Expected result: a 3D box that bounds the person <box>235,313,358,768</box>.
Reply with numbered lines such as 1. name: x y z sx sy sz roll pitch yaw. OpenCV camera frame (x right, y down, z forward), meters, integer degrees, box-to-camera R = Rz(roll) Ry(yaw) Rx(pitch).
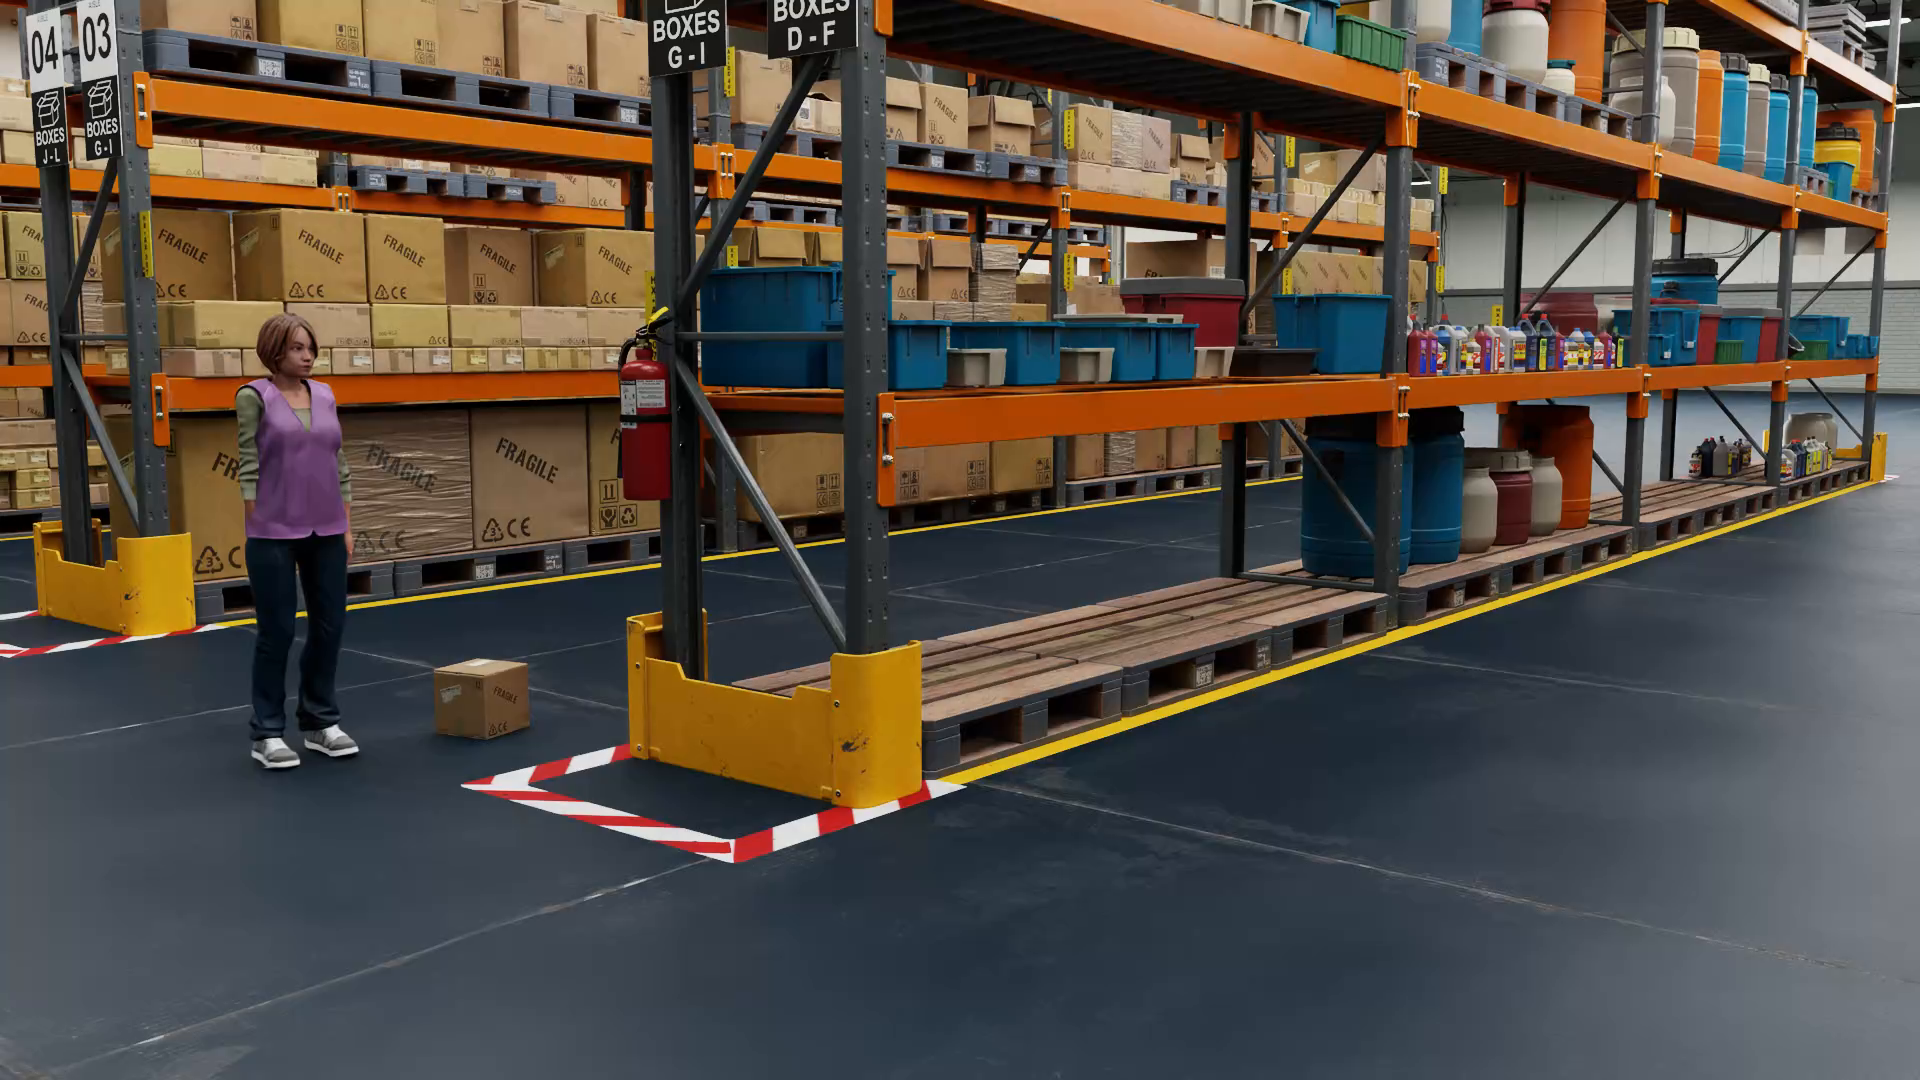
1. person: -2.353 -0.005 5.926 0.309 1.597 0.405 6 9 40
